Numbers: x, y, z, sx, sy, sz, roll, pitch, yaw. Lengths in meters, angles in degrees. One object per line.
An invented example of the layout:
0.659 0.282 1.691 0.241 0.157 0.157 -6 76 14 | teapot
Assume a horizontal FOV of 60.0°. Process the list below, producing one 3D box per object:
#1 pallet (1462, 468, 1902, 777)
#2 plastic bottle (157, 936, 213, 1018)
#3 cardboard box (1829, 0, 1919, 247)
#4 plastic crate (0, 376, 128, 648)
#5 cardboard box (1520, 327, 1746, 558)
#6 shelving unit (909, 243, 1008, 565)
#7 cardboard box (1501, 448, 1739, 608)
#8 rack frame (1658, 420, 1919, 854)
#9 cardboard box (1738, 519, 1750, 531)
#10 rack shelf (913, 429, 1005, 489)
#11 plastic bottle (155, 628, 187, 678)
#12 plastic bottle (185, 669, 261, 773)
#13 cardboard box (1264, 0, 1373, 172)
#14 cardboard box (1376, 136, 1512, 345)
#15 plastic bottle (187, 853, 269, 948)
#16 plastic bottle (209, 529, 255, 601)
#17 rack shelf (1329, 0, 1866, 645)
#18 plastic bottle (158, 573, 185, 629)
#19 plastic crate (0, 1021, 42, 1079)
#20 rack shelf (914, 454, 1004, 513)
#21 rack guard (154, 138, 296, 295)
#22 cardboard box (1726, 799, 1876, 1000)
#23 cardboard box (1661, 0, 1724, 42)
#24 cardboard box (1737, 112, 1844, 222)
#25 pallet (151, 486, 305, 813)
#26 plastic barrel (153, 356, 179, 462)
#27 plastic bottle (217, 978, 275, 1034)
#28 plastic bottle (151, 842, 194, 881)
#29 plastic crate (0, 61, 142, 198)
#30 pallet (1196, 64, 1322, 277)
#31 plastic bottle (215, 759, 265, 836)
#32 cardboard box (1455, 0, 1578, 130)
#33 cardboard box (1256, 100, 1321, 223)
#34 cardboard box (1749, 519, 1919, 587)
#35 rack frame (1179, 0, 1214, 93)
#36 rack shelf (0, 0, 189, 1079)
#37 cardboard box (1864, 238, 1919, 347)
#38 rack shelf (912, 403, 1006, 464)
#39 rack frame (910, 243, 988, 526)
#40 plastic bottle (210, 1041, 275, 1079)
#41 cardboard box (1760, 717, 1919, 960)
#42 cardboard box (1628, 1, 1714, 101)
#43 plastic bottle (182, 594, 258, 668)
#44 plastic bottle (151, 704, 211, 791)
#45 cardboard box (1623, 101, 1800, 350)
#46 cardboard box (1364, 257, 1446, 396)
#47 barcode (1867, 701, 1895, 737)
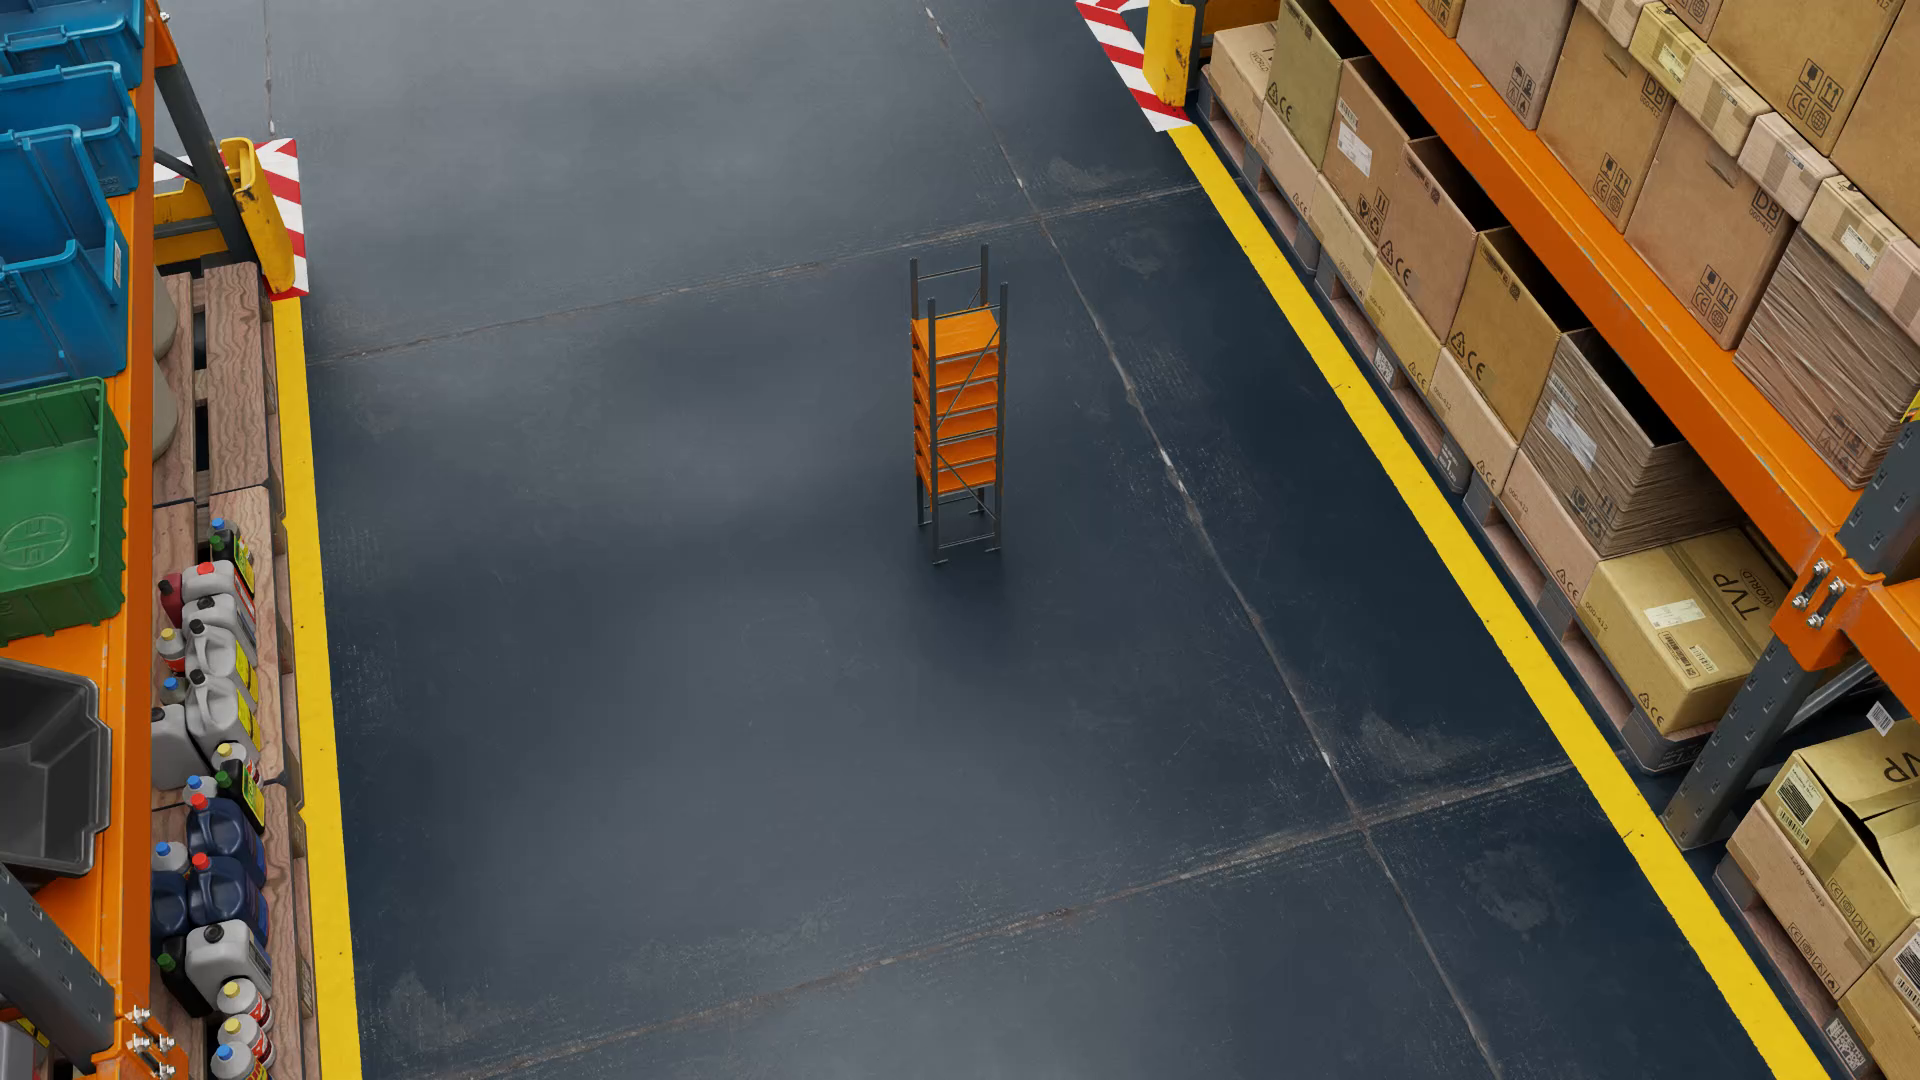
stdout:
2.415 0.118 5.512 1.003 0.211 1.213 -13 51 -11 | pallet
-2.022 1.123 4.330 0.061 0.283 0.133 -13 51 -11 | plastic bottle
2.473 -0.963 3.686 0.700 0.500 0.500 -13 51 -11 | cardboard box
-2.255 -0.060 3.977 0.450 0.188 0.662 -13 51 -11 | plastic crate
2.127 -0.338 5.106 0.500 0.500 0.500 -13 51 -11 | cardboard box
-0.004 -0.397 5.300 0.258 1.200 0.189 -13 51 -11 | shelving unit
2.126 -0.096 5.393 0.500 0.250 0.500 -13 51 -11 | cardboard box
2.610 -0.190 3.948 1.000 3.000 0.127 -13 51 -11 | rack frame
2.619 -0.213 5.491 0.500 0.250 0.500 -13 51 -11 | cardboard box
-0.004 -0.291 5.426 0.258 0.103 0.180 -13 51 -11 | rack shelf
-2.368 0.341 5.043 0.097 0.201 0.097 0 50 0 | plastic bottle
-2.147 0.507 4.805 0.144 0.351 0.185 -14 51 -11 | plastic bottle
1.523 -1.796 6.335 0.500 0.500 0.500 -13 51 -11 | cardboard box
1.814 -1.064 5.719 0.500 0.500 0.500 -13 51 -11 | cardboard box
-1.965 0.956 4.427 0.144 0.351 0.185 -12 51 -10 | plastic bottle
-2.292 0.063 5.224 0.061 0.283 0.133 -12 51 -10 | plastic bottle
2.018 -1.419 5.455 1.077 0.370 4.000 -13 51 -11 | rack shelf
-2.397 0.196 5.111 0.061 0.283 0.133 -13 51 -11 | plastic bottle
-1.687 1.191 2.742 0.402 0.464 0.583 -13 51 -11 | plastic crate
-0.004 -0.214 5.518 0.258 0.103 0.180 -13 51 -11 | rack shelf
-3.238 -1.144 6.387 1.175 0.500 0.348 -13 51 -11 | rack guard
2.493 0.911 4.544 0.500 0.250 0.500 -14 51 -12 | cardboard box
2.175 -1.698 4.306 0.700 0.500 0.500 -13 51 -11 | cardboard box
2.174 -0.953 4.102 0.380 0.149 0.250 -15 51 -12 | cardboard box
-2.646 0.433 5.247 1.003 0.211 1.213 -13 51 -11 | pallet
-2.890 -0.498 5.561 0.421 0.512 0.421 0 50 0 | plastic barrel
-1.859 1.207 4.313 0.097 0.201 0.097 0 50 0 | plastic bottle
-2.123 0.903 4.524 0.097 0.271 0.097 0 50 0 | plastic bottle
-2.685 -1.173 4.874 0.499 0.251 0.408 -13 51 -11 | plastic crate
1.693 -1.664 7.014 1.003 0.211 1.213 -13 51 -11 | pallet
-2.030 0.710 4.679 0.061 0.283 0.133 -11 51 -9 | plastic bottle
2.013 -1.670 5.131 0.700 0.500 0.500 -12 51 -10 | cardboard box
1.525 -1.554 6.622 0.500 0.250 0.500 -13 51 -11 | cardboard box
2.772 -0.090 4.898 0.500 0.500 0.500 -13 51 -11 | cardboard box
1.427 -3.112 6.411 1.000 3.000 0.127 -13 51 -11 | rack frame
-2.714 -0.302 4.513 1.077 0.370 4.000 -13 51 -11 | rack shelf
2.325 -0.582 3.789 0.380 0.149 0.250 -13 51 -11 | cardboard box
-0.004 -0.369 5.334 0.258 0.103 0.180 -13 51 -11 | rack shelf
-0.031 -0.464 5.357 0.240 1.200 0.006 -13 51 -11 | rack frame
-1.798 1.333 4.161 0.097 0.271 0.097 0 50 0 | plastic bottle
2.494 0.738 4.323 0.500 0.311 0.500 -13 51 -11 | cardboard box
2.026 -1.325 4.416 0.380 0.149 0.250 -14 51 -11 | cardboard box
-2.255 0.276 5.049 0.152 0.276 0.135 -15 51 -12 | plastic bottle
-2.281 0.583 4.790 0.152 0.276 0.135 -13 51 -11 | plastic bottle
2.311 -0.929 4.506 0.700 0.500 0.500 -14 51 -11 | cardboard box
1.815 -0.823 6.006 0.500 0.250 0.500 -13 51 -11 | cardboard box
2.288 0.445 4.132 0.001 0.075 0.075 -13 51 -11 | barcode
